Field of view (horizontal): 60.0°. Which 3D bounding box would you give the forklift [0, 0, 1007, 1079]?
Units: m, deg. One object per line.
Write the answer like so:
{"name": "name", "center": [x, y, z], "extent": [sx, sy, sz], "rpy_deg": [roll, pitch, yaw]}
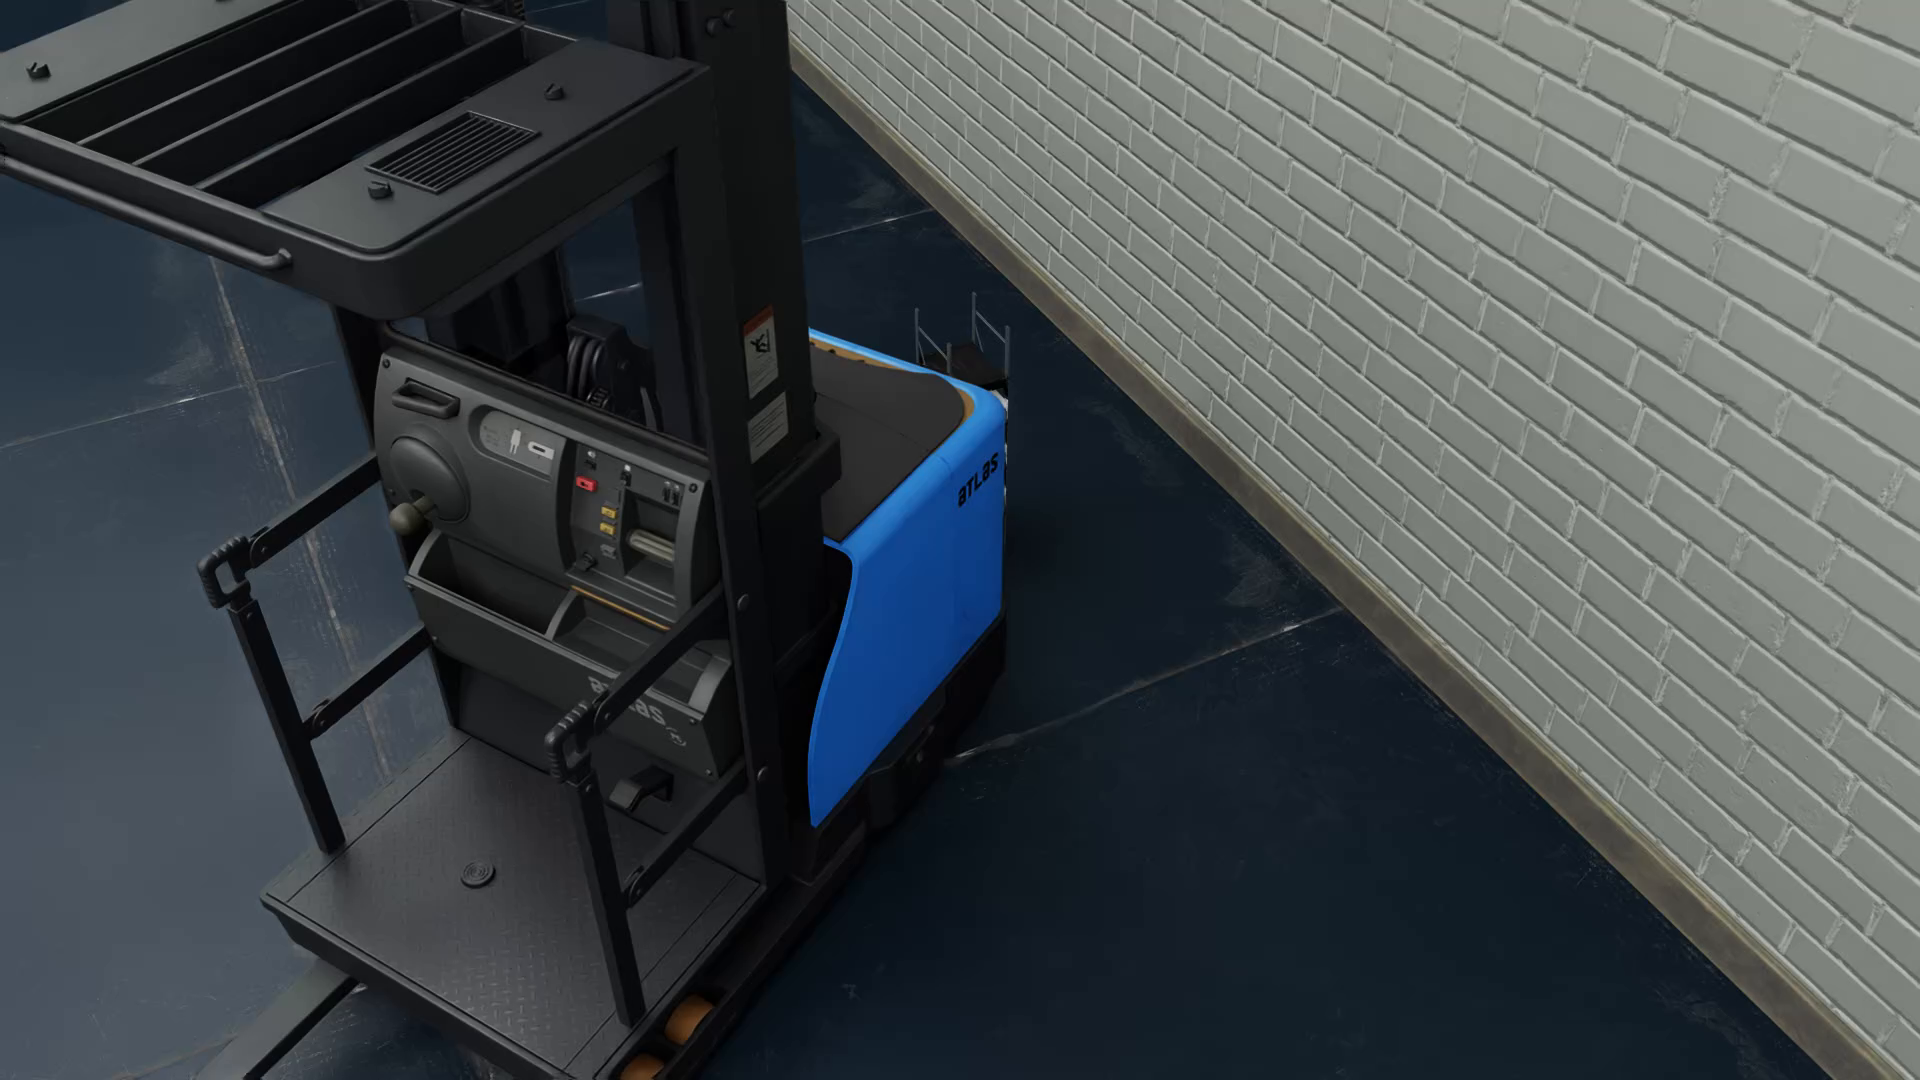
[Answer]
{"name": "forklift", "center": [-1.050, -0.043, 3.532], "extent": [1.130, 2.935, 3.031], "rpy_deg": [21, 45, 23]}

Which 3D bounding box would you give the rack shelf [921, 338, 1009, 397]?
{"name": "rack shelf", "center": [0.007, -0.527, 5.309], "extent": [0.200, 0.077, 0.258], "rpy_deg": [-19, 44, -21]}

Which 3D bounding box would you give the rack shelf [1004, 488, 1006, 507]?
{"name": "rack shelf", "center": [0.007, -0.183, 5.600], "extent": [0.200, 0.077, 0.258], "rpy_deg": [-19, 44, -21]}

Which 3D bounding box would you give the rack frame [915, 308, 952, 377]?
{"name": "rack frame", "center": [-0.083, -0.316, 5.426], "extent": [0.006, 0.900, 0.240], "rpy_deg": [-19, 44, -21]}

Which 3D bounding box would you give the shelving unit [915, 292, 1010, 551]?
{"name": "shelving unit", "center": [0.007, -0.346, 5.462], "extent": [0.210, 0.900, 0.258], "rpy_deg": [-19, 44, -21]}

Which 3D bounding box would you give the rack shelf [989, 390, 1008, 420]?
{"name": "rack shelf", "center": [0.007, -0.458, 5.367], "extent": [0.200, 0.077, 0.258], "rpy_deg": [-19, 44, -21]}

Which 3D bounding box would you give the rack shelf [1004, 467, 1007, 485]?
{"name": "rack shelf", "center": [0.007, -0.252, 5.542], "extent": [0.200, 0.077, 0.258], "rpy_deg": [-19, 44, -21]}

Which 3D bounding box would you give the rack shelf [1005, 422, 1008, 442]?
{"name": "rack shelf", "center": [0.007, -0.389, 5.426], "extent": [0.200, 0.077, 0.258], "rpy_deg": [-19, 44, -21]}

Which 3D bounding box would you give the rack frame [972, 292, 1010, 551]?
{"name": "rack frame", "center": [0.097, -0.376, 5.498], "extent": [0.006, 0.900, 0.240], "rpy_deg": [-19, 44, -21]}

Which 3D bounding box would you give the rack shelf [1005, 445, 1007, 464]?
{"name": "rack shelf", "center": [0.007, -0.320, 5.484], "extent": [0.200, 0.077, 0.258], "rpy_deg": [-19, 44, -21]}
